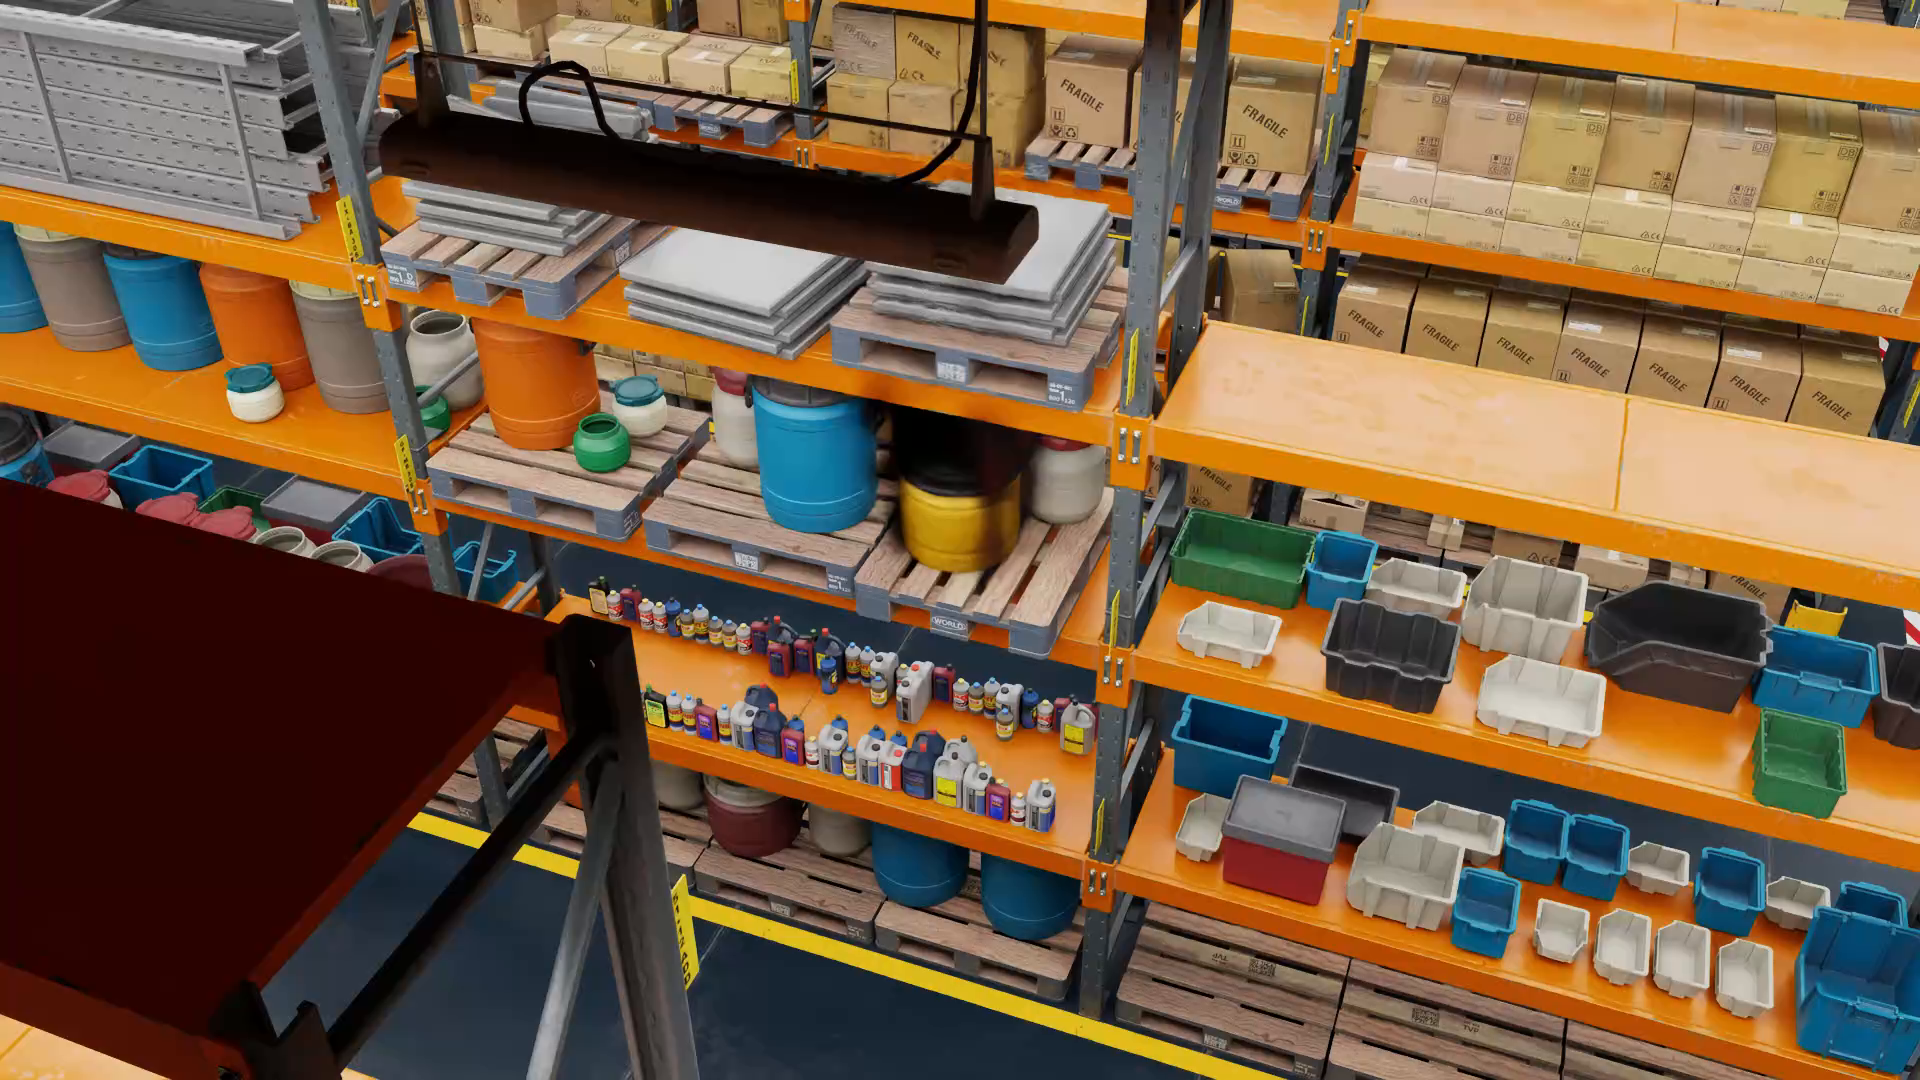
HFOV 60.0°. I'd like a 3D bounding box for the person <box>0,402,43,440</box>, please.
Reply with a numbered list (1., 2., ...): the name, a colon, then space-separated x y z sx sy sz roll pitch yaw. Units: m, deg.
1. person: -7.855 -1.154 13.603 0.605 1.631 0.581 4 37 6
